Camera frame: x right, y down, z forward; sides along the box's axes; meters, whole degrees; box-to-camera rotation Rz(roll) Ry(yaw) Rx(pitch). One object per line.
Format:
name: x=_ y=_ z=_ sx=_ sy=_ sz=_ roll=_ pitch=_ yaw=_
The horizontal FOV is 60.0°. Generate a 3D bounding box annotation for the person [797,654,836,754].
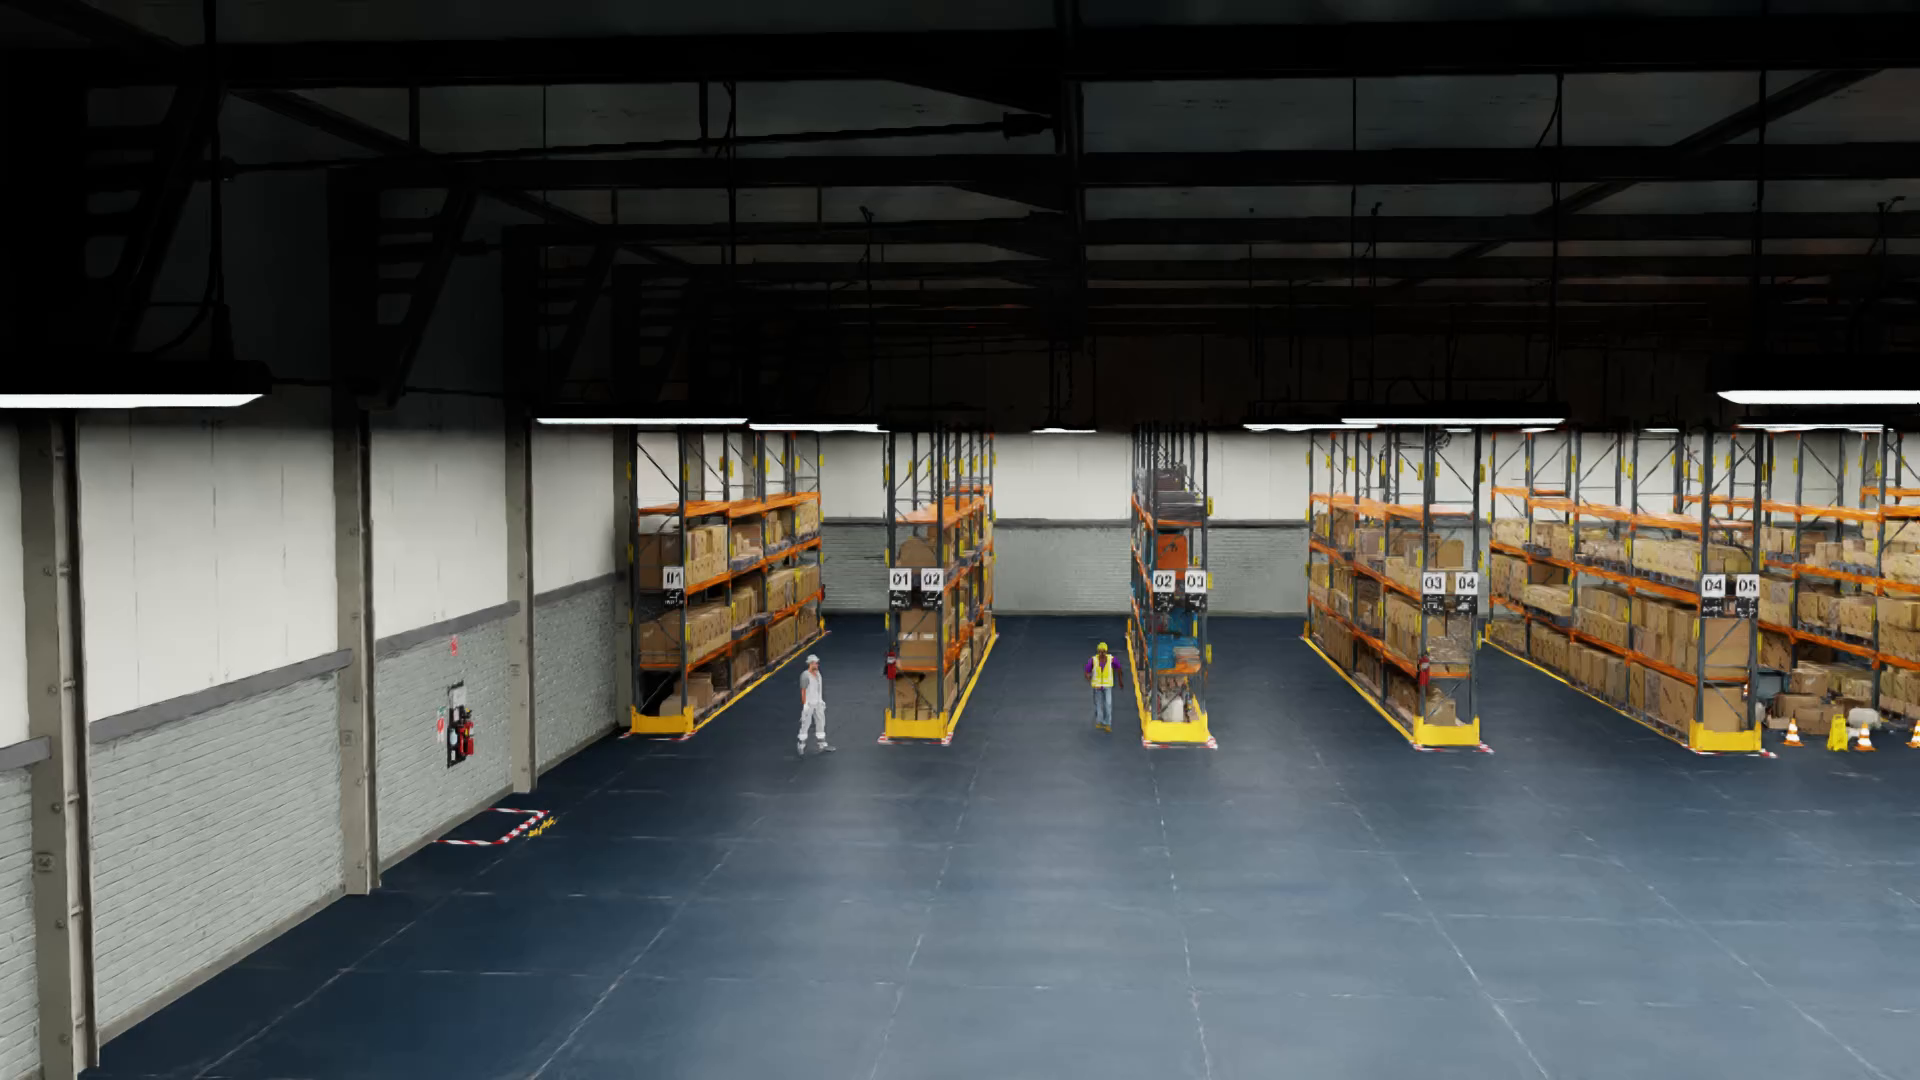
person: x=-2.619 y=2.928 z=29.797 sx=0.498 sy=1.787 sz=0.682 roll=3 pitch=4 yaw=36

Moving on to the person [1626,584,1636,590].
person: x=18.422 y=1.994 z=45.711 sx=0.597 sy=1.657 sz=0.591 roll=-1 pitch=4 yaw=-8

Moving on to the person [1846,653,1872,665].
person: x=22.459 y=2.255 z=41.518 sx=0.565 sy=1.657 sz=0.610 roll=2 pitch=4 yaw=27

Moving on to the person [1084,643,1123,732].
person: x=2.779 y=2.825 z=32.321 sx=0.734 sy=1.696 sz=0.856 roll=1 pitch=4 yaw=10
